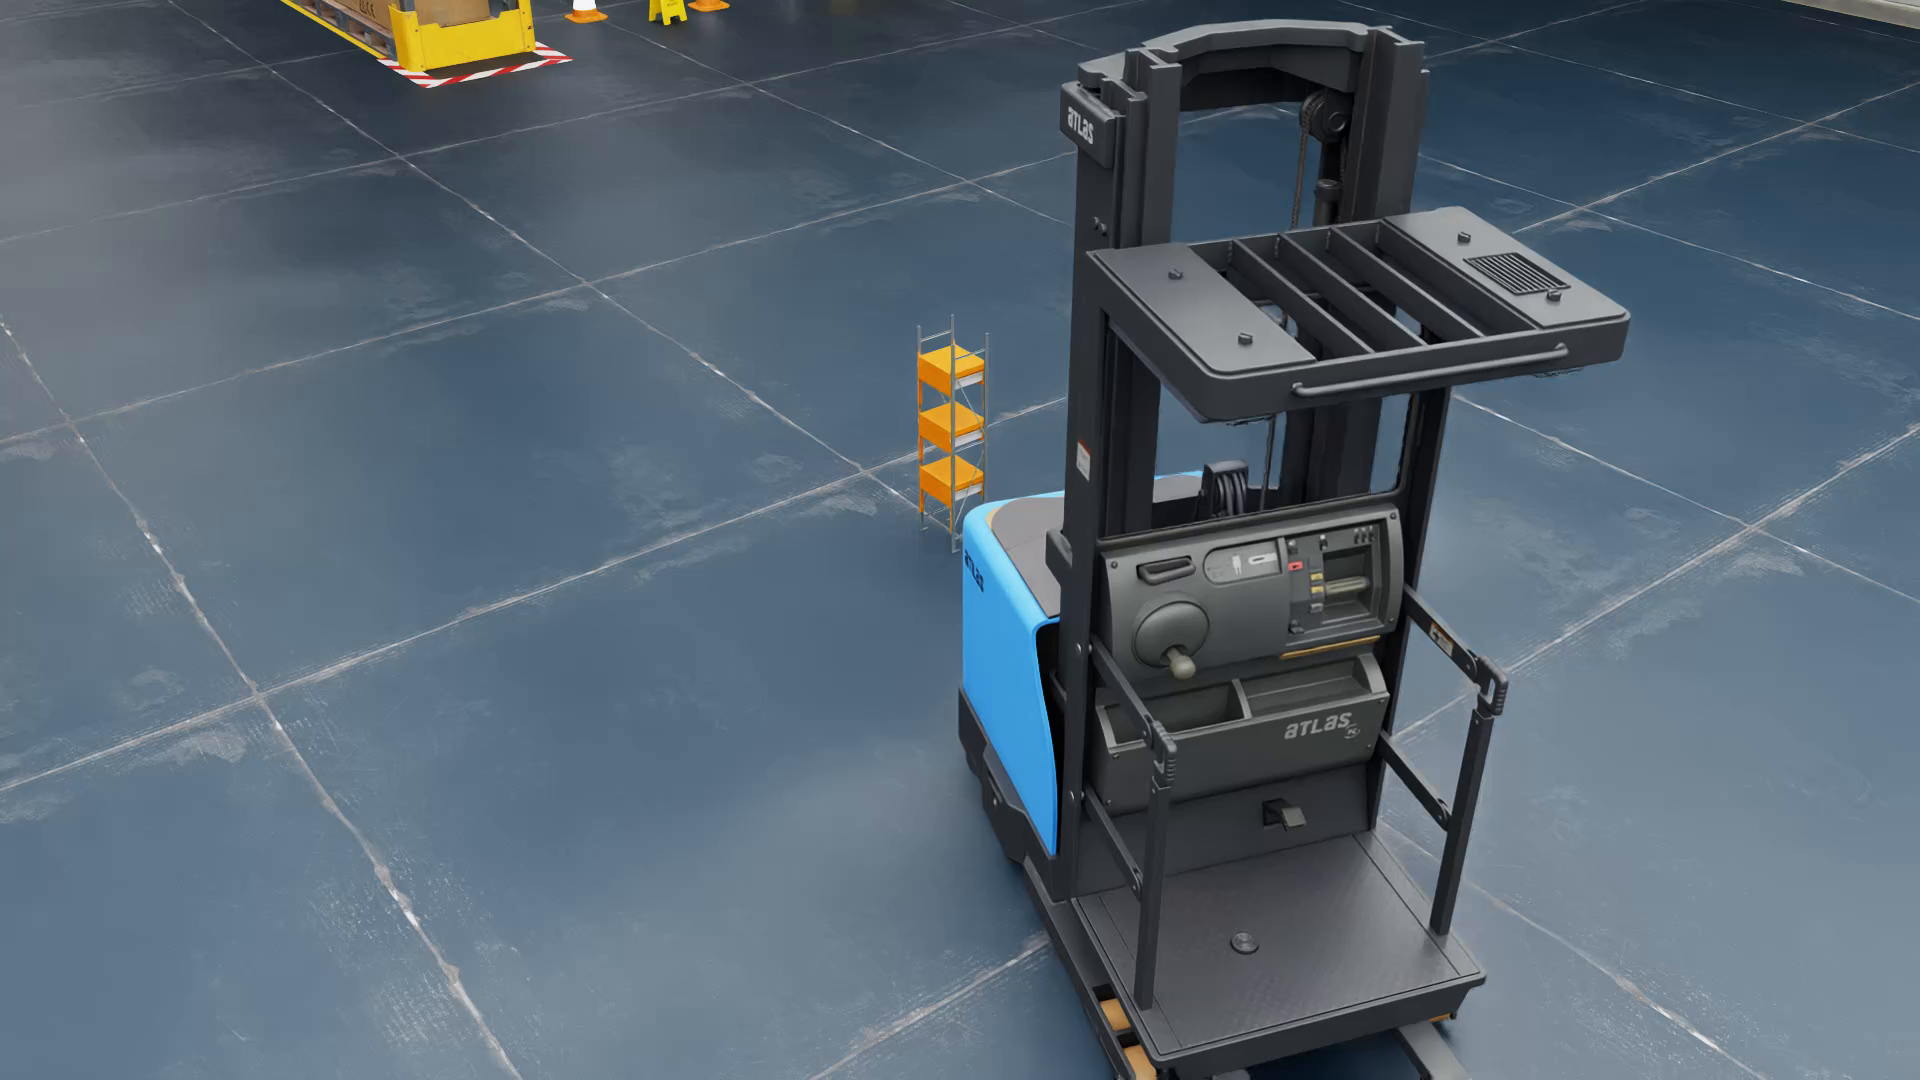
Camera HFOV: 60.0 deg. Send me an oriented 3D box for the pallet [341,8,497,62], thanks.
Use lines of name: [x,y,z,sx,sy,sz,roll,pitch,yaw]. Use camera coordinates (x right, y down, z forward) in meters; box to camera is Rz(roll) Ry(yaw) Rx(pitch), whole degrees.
pallet: [-4.872,-4.641,15.023,1.003,0.211,1.213,-22,38,-31]

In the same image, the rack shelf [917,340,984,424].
rack shelf: [-0.033,-0.700,7.365,0.215,0.259,0.240,-22,38,-31]

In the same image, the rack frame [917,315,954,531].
rack frame: [-0.108,-0.519,7.591,0.200,1.050,0.008,-22,38,-31]

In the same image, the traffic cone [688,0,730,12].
traffic cone: [-2.422,-5.345,15.917,0.336,0.463,0.334,-22,38,-31]

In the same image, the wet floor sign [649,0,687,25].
wet floor sign: [-2.738,-5.146,15.424,0.232,0.644,0.267,26,40,35]

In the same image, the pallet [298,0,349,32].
pallet: [-5.616,-5.149,15.841,1.003,0.211,1.213,-22,38,-31]

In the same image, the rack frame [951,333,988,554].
rack frame: [0.042,-0.417,7.427,0.200,1.050,0.008,-22,38,-31]

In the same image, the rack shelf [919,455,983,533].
rack shelf: [-0.033,-0.223,7.661,0.215,0.259,0.240,-22,38,-31]

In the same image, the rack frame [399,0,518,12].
rack frame: [-4.320,-5.518,13.791,1.000,3.000,0.127,-22,38,-31]

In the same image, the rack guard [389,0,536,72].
rack guard: [-4.305,-4.446,14.434,1.175,0.500,0.348,-22,38,-31]

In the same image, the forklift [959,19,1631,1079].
forklift: [0.925,0.208,4.637,1.130,2.935,3.031,-9,33,-15]

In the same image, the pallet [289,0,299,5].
pallet: [-6.368,-5.658,16.660,1.003,0.211,1.213,-22,38,-31]

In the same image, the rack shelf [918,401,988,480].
rack shelf: [-0.033,-0.459,7.515,0.215,0.259,0.240,-22,38,-31]

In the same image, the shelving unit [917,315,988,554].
shelving unit: [-0.033,-0.468,7.509,0.215,1.050,0.252,-22,38,-31]

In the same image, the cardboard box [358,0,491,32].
cardboard box: [-4.788,-5.055,14.661,0.875,0.875,0.875,-22,38,-31]

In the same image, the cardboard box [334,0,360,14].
cardboard box: [-5.329,-5.421,15.251,0.875,0.875,0.875,-23,39,-32]

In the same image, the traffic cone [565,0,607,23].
traffic cone: [-3.523,-5.121,15.556,0.336,0.463,0.334,-22,38,-31]
